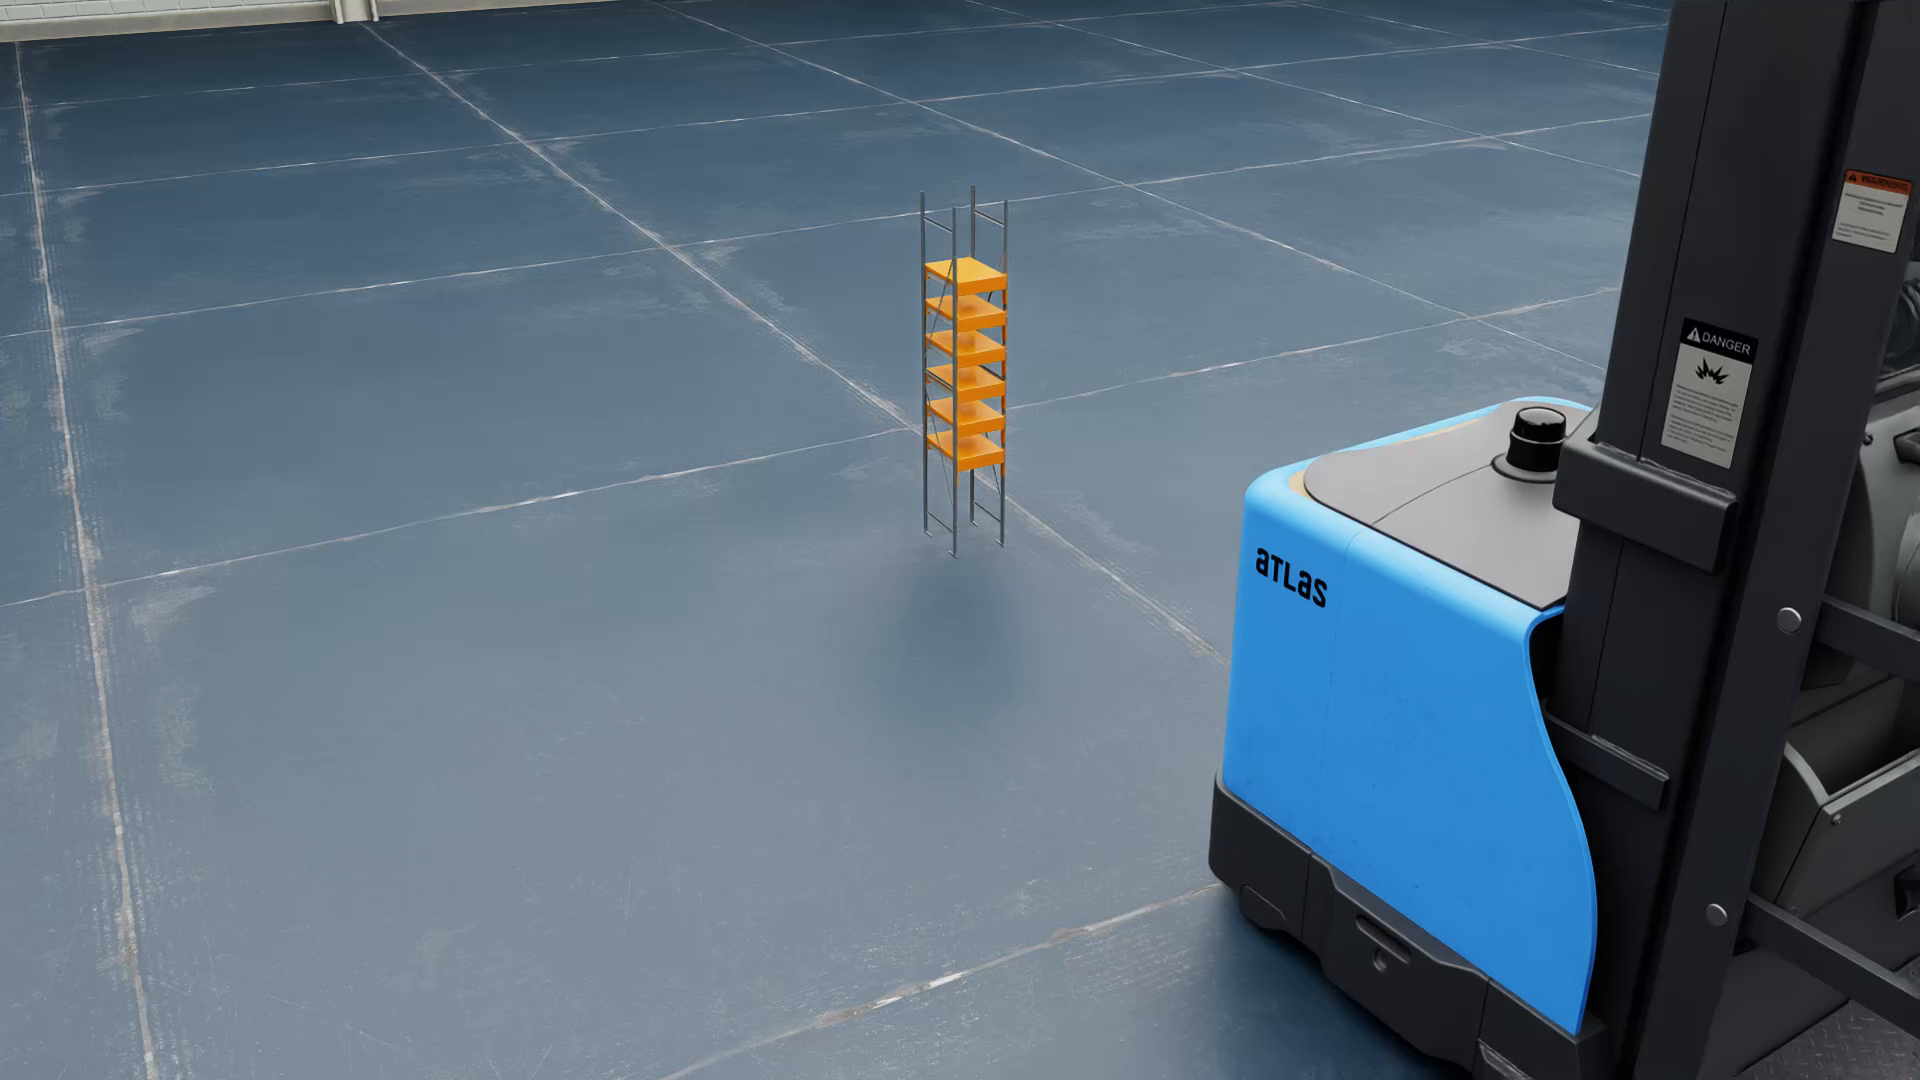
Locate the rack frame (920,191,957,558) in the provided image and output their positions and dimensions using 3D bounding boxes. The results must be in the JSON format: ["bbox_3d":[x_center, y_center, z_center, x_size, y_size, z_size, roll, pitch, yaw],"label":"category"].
[{"bbox_3d":[-0.068,-0.525,5.458,0.006,1.200,0.240,-13,29,-25],"label":"rack frame"}]

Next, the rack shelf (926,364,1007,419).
[{"bbox_3d":[0.013,-0.504,5.516,0.180,0.103,0.258,-13,29,-25],"label":"rack shelf"}]

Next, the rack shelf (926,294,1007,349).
[{"bbox_3d":[0.013,-0.720,5.412,0.180,0.103,0.258,-13,29,-25],"label":"rack shelf"}]

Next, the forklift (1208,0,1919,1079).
[{"bbox_3d":[1.822,-0.072,2.513,1.130,2.935,3.031,-16,30,-30],"label":"forklift"}]

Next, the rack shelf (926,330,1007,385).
[{"bbox_3d":[0.013,-0.612,5.464,0.180,0.103,0.258,-13,29,-25],"label":"rack shelf"}]

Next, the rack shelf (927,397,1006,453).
[{"bbox_3d":[0.013,-0.396,5.568,0.180,0.103,0.258,-13,29,-25],"label":"rack shelf"}]

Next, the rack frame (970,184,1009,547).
[{"bbox_3d":[0.093,-0.562,5.535,0.006,1.200,0.240,-13,29,-25],"label":"rack frame"}]

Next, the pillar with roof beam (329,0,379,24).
[{"bbox_3d":[-3.966,-7.568,11.115,0.400,9.000,9.100,-13,29,-25],"label":"pillar with roof beam"}]

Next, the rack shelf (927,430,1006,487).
[{"bbox_3d":[0.013,-0.287,5.620,0.180,0.103,0.258,-13,29,-25],"label":"rack shelf"}]

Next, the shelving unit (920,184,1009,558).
[{"bbox_3d":[0.013,-0.544,5.496,0.189,1.200,0.258,-13,29,-25],"label":"shelving unit"}]

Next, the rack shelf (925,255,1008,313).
[{"bbox_3d":[0.013,-0.828,5.360,0.180,0.103,0.258,-13,29,-25],"label":"rack shelf"}]
